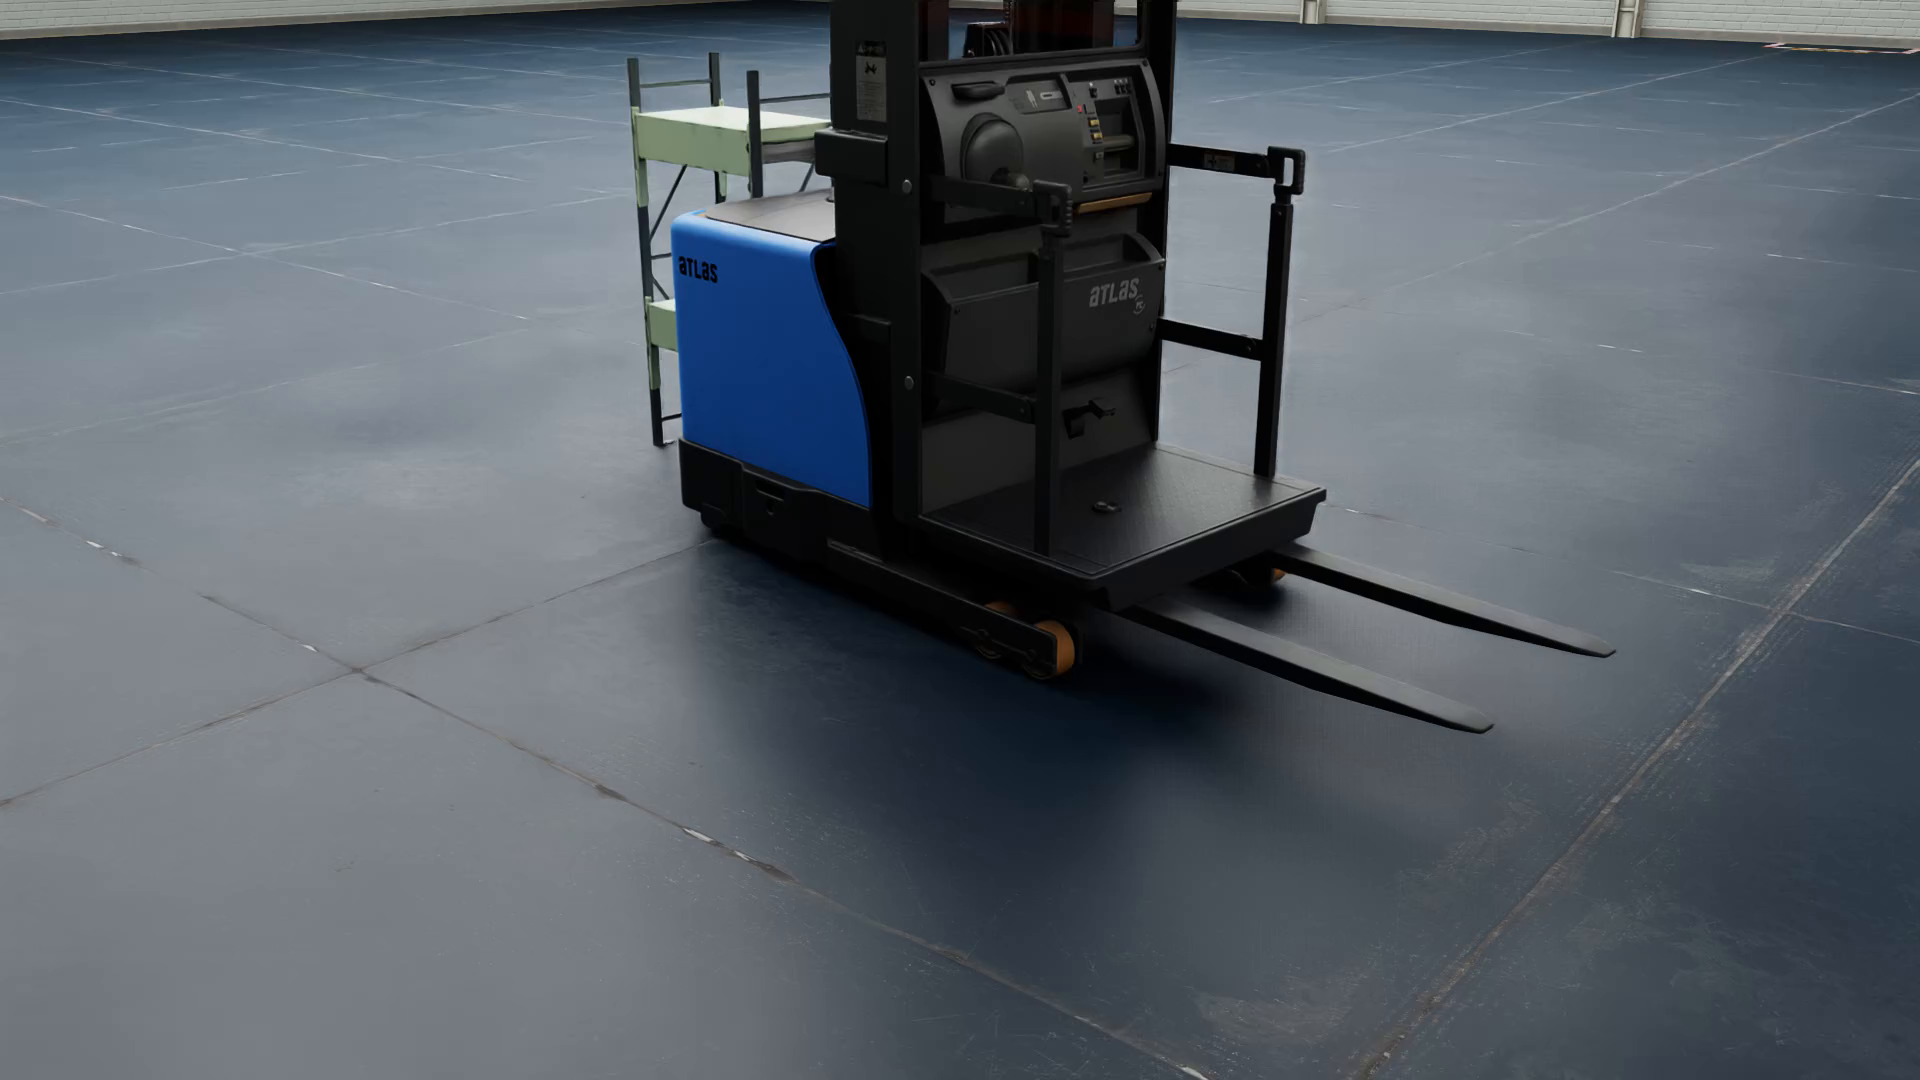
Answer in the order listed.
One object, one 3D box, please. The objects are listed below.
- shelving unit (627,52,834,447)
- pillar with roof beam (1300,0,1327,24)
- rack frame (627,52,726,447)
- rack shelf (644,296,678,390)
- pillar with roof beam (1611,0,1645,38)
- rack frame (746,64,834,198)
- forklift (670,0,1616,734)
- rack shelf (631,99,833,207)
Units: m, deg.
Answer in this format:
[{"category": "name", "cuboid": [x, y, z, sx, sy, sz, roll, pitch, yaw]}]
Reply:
[{"category": "shelving unit", "cuboid": [-0.826, -1.033, 6.281, 0.431, 1.500, 0.755, -19, 28, -40]}, {"category": "pillar with roof beam", "cuboid": [4.105, -13.047, 27.512, 0.400, 9.000, 9.100, 16, 26, 36]}, {"category": "rack frame", "cuboid": [-1.079, -1.126, 6.529, 0.400, 1.500, 0.023, -19, 28, -40]}, {"category": "rack shelf", "cuboid": [-0.826, -0.728, 6.396, 0.431, 0.370, 0.720, -19, 28, -40]}, {"category": "pillar with roof beam", "cuboid": [8.754, -11.708, 23.962, 0.400, 9.000, 9.100, 16, 26, 36]}, {"category": "rack frame", "cuboid": [-0.574, -0.939, 6.033, 0.400, 1.500, 0.023, -19, 28, -40]}, {"category": "forklift", "cuboid": [0.408, -1.185, 4.657, 1.130, 2.935, 3.031, -19, 28, -40]}, {"category": "rack shelf", "cuboid": [-0.826, -1.398, 6.143, 0.431, 0.370, 0.720, -19, 28, -40]}]
